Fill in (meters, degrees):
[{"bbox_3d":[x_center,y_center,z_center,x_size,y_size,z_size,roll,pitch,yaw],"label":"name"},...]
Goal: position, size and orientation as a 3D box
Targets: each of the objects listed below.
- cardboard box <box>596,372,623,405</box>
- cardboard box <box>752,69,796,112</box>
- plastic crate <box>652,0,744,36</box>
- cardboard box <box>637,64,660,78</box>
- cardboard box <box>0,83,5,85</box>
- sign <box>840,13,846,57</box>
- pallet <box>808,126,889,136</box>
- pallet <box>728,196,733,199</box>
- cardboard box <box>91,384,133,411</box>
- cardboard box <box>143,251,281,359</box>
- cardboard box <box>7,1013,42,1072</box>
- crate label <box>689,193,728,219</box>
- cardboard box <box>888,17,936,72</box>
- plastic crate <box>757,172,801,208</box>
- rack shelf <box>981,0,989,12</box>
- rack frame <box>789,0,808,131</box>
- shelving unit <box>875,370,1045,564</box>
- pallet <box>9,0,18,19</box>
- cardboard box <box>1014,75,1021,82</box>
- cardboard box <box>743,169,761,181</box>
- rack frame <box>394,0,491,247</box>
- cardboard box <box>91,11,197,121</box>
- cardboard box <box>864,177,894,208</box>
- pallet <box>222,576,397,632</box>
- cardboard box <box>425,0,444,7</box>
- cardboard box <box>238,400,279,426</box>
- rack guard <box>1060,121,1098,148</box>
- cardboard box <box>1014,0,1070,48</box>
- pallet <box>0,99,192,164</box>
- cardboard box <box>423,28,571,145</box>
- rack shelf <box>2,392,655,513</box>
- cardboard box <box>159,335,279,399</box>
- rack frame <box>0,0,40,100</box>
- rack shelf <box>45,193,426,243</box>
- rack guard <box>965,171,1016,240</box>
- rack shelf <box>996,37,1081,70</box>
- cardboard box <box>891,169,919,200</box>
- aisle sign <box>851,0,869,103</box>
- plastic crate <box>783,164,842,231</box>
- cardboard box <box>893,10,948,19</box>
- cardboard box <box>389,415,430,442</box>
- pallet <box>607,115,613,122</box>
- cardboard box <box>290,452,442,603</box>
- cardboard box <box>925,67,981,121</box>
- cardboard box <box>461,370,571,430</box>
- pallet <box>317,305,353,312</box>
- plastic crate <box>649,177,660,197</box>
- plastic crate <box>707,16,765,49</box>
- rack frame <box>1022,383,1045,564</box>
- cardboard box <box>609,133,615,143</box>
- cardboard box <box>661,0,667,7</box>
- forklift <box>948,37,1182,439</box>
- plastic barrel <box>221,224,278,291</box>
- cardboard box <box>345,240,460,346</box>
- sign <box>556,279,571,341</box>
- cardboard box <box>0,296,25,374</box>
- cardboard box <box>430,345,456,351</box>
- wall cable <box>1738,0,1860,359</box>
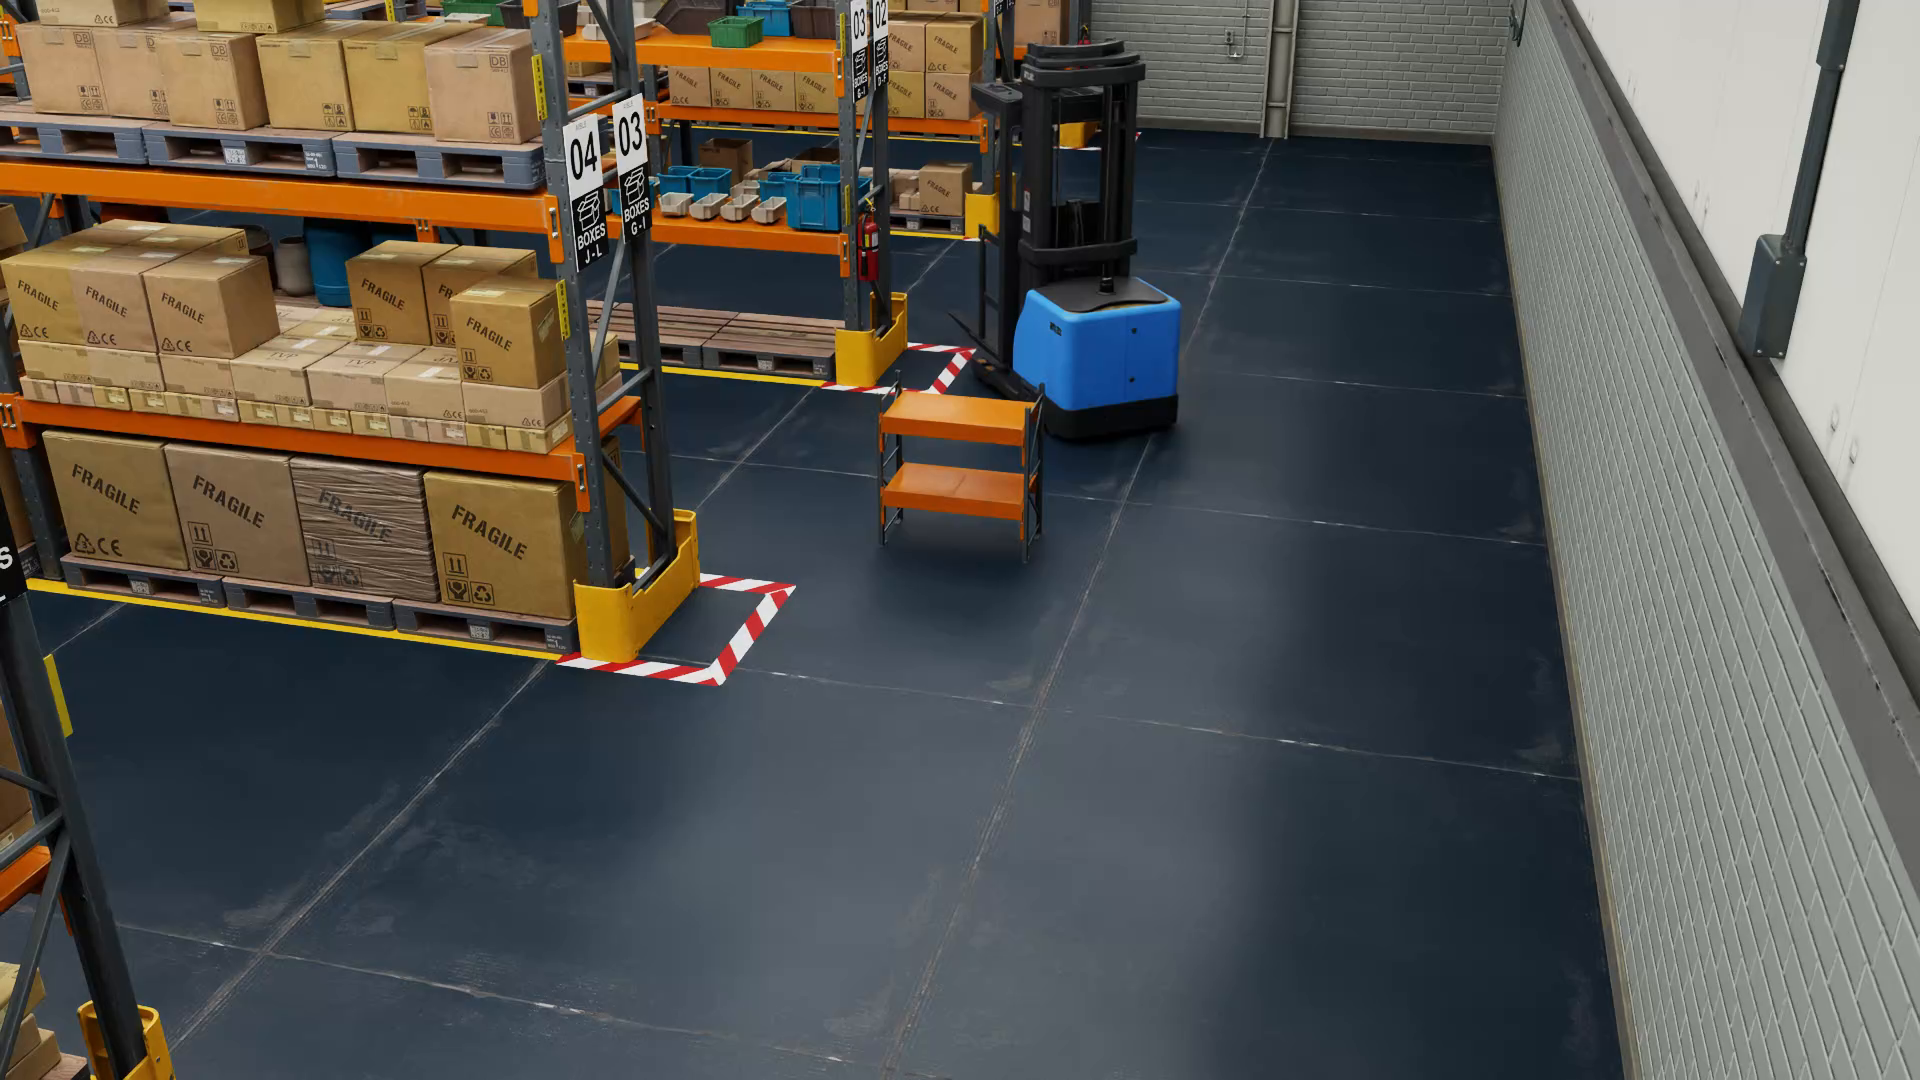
[{"bbox_3d":[-2.302,-0.927,10.381,0.250,0.149,0.380,7,26,14],"label":"cardboard box"},{"bbox_3d":[-2.037,-5.186,18.918,0.500,0.500,0.500,6,26,13],"label":"cardboard box"},{"bbox_3d":[-2.218,-4.531,14.242,0.767,0.338,0.504,6,26,13],"label":"plastic crate"},{"bbox_3d":[-3.847,-5.795,19.710,0.500,0.500,0.700,-2,26,-5],"label":"cardboard box"},{"bbox_3d":[-13.016,-5.900,22.372,0.500,0.500,0.500,6,26,13],"label":"cardboard box"},{"bbox_3d":[-0.928,-4.003,13.183,0.005,0.325,0.100,6,26,13],"label":"sign"},{"bbox_3d":[-1.497,-6.106,24.212,1.213,0.211,1.003,6,26,13],"label":"pallet"},{"bbox_3d":[-2.779,-4.084,19.964,1.213,0.211,1.003,6,26,13],"label":"pallet"},{"bbox_3d":[-5.201,-0.953,10.437,0.250,0.149,0.380,7,26,15],"label":"cardboard box"},{"bbox_3d":[-4.534,-1.431,10.103,0.500,0.500,0.500,5,26,11],"label":"cardboard box"},{"bbox_3d":[-3.817,1.990,6.445,0.250,0.149,0.380,7,26,15],"label":"cardboard box"},{"bbox_3d":[-2.195,-2.903,14.477,0.243,0.136,0.396,6,26,13],"label":"crate label"},{"bbox_3d":[-0.559,-5.472,18.356,0.500,0.500,0.500,7,26,14],"label":"cardboard box"},{"bbox_3d":[-1.602,-3.112,14.804,0.300,0.233,0.416,6,26,13],"label":"plastic crate"},{"bbox_3d":[-1.507,-6.232,18.580,4.000,0.370,1.077,6,26,13],"label":"rack shelf"},{"bbox_3d":[-2.214,-7.479,23.852,0.127,3.000,1.000,6,26,13],"label":"rack frame"},{"bbox_3d":[0.007,-0.507,11.388,1.048,1.125,0.538,6,26,13],"label":"shelving unit"},{"bbox_3d":[-7.838,-4.930,15.227,1.213,0.211,1.003,6,26,13],"label":"pallet"},{"bbox_3d":[0.788,-6.376,23.200,0.250,0.149,0.380,6,26,12],"label":"cardboard box"},{"bbox_3d":[-2.443,-4.370,20.126,0.250,0.149,0.380,6,26,13],"label":"cardboard box"},{"bbox_3d":[-4.681,-3.355,15.189,0.127,3.000,1.000,6,26,13],"label":"rack frame"},{"bbox_3d":[-4.622,-2.809,9.832,0.500,0.500,0.700,8,27,16],"label":"cardboard box"},{"bbox_3d":[-1.070,-4.015,19.263,0.500,0.250,0.500,6,26,13],"label":"cardboard box"},{"bbox_3d":[-4.012,0.210,10.945,1.213,0.211,1.003,6,26,13],"label":"pallet"},{"bbox_3d":[-7.757,-8.322,24.993,0.500,0.500,0.700,6,26,13],"label":"cardboard box"},{"bbox_3d":[-4.201,-0.843,10.205,0.250,0.149,0.380,6,26,11],"label":"cardboard box"},{"bbox_3d":[1.684,-5.920,23.485,0.348,0.500,1.175,6,26,13],"label":"rack guard"},{"bbox_3d":[1.164,-7.237,22.994,0.700,0.700,0.980,8,26,15],"label":"cardboard box"},{"bbox_3d":[-5.125,-2.515,10.039,1.213,0.211,1.003,6,26,13],"label":"pallet"},{"bbox_3d":[-2.558,-2.532,9.250,0.500,0.500,0.700,5,26,10],"label":"cardboard box"},{"bbox_3d":[-3.978,-0.754,10.563,4.000,0.370,1.077,6,26,13],"label":"rack shelf"},{"bbox_3d":[-4.541,-1.092,10.264,0.500,0.250,0.500,7,26,14],"label":"cardboard box"},{"bbox_3d":[-5.915,-4.002,9.568,0.127,3.000,1.000,6,26,13],"label":"rack frame"},{"bbox_3d":[-6.618,-3.244,15.793,4.000,0.370,1.077,6,26,13],"label":"rack shelf"},{"bbox_3d":[0.357,-3.868,19.175,0.348,0.500,1.175,6,26,13],"label":"rack guard"},{"bbox_3d":[-0.277,-6.940,23.557,4.000,0.370,1.077,6,26,13],"label":"rack shelf"},{"bbox_3d":[-0.510,-4.175,19.599,0.500,0.250,0.500,6,26,13],"label":"cardboard box"},{"bbox_3d":[-0.810,-3.971,13.458,0.004,0.787,0.394,6,26,13],"label":"aisle sign"},{"bbox_3d":[-1.178,-2.928,14.181,0.499,0.435,0.616,6,26,13],"label":"plastic crate"},{"bbox_3d":[-0.442,-5.695,18.825,0.500,0.500,0.500,7,26,14],"label":"cardboard box"},{"bbox_3d":[-3.205,-0.734,9.976,0.250,0.149,0.380,7,26,14],"label":"cardboard box"},{"bbox_3d":[-5.343,-6.533,25.108,1.213,0.211,1.003,6,26,13],"label":"pallet"},{"bbox_3d":[-3.562,-0.228,10.603,0.875,0.875,0.875,6,26,13],"label":"cardboard box"},{"bbox_3d":[-0.071,-4.968,18.461,0.500,0.500,0.500,7,26,15],"label":"cardboard box"},{"bbox_3d":[-2.576,-0.873,9.804,0.500,0.250,0.500,6,26,12],"label":"cardboard box"},{"bbox_3d":[-5.418,-2.196,15.998,1.213,0.211,1.003,6,26,13],"label":"pallet"},{"bbox_3d":[-2.920,-3.202,15.104,0.466,0.136,0.293,6,26,13],"label":"plastic crate"},{"bbox_3d":[-1.833,-4.172,13.662,0.336,0.188,0.450,6,26,13],"label":"plastic crate"},{"bbox_3d":[0.499,-0.453,11.274,0.032,1.125,0.500,6,26,13],"label":"rack frame"},{"bbox_3d":[-4.371,-4.692,20.394,0.500,0.500,0.500,7,26,14],"label":"cardboard box"},{"bbox_3d":[-4.189,-7.771,23.980,0.500,0.500,0.500,7,26,14],"label":"cardboard box"},{"bbox_3d":[0.750,-2.732,13.960,1.130,2.935,3.031,-10,27,-19],"label":"forklift"},{"bbox_3d":[-6.983,-2.718,16.168,0.708,0.588,0.600,6,26,13],"label":"plastic barrel"},{"bbox_3d":[-3.426,-1.540,10.333,0.500,0.500,0.500,6,26,12],"label":"cardboard box"},{"bbox_3d":[-2.189,-1.270,9.187,0.005,0.325,0.100,6,26,13],"label":"sign"},{"bbox_3d":[-6.435,-1.274,10.703,0.500,0.500,0.500,6,26,13],"label":"cardboard box"},{"bbox_3d":[-2.943,-1.148,10.382,0.500,0.250,0.500,6,26,12],"label":"cardboard box"},{"bbox_3d":[2.577,-2.986,3.692,0.120,5.999,2.277,6,26,13],"label":"wall cable"}]
